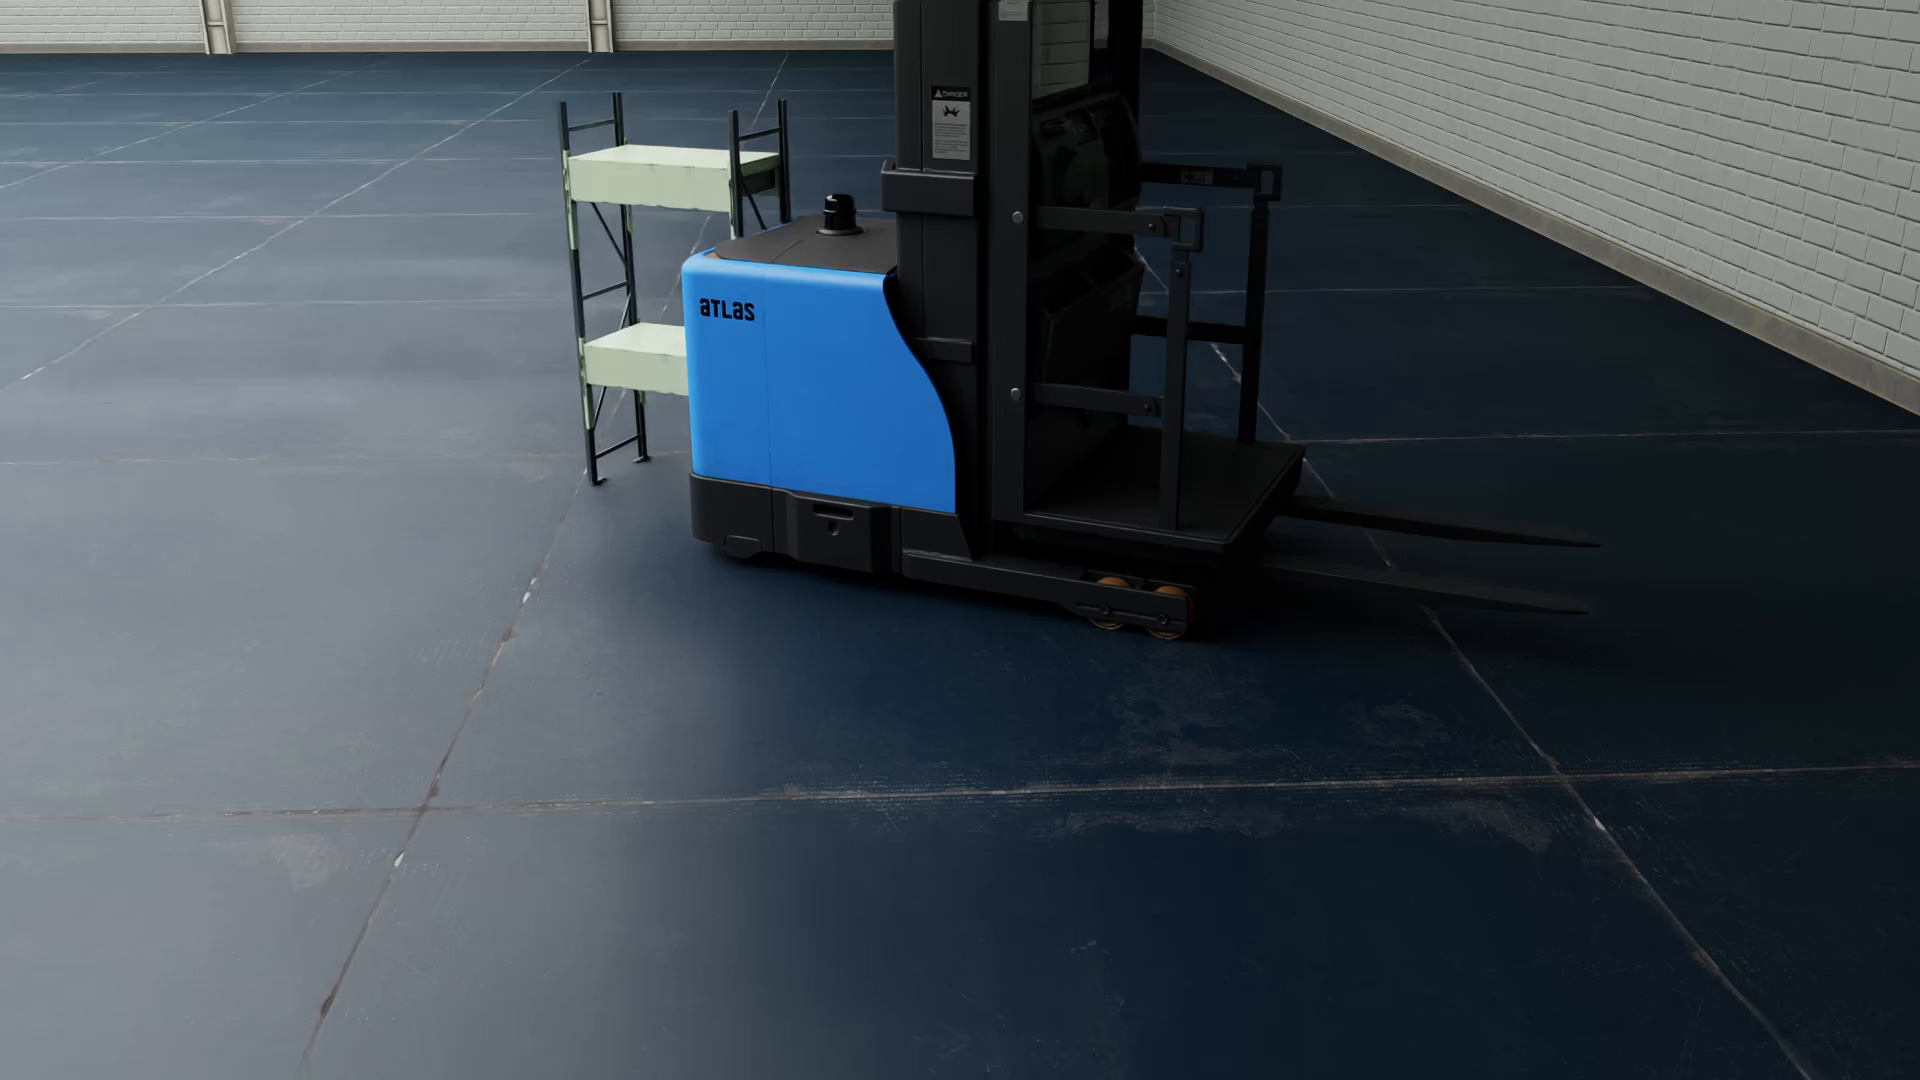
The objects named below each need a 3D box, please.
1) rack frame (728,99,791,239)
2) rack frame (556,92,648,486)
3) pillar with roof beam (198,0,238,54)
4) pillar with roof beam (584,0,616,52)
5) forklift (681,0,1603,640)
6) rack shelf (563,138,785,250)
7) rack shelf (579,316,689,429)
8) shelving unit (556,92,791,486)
[{"bbox_3d":[-0.737,-0.888,6.340,0.023,1.500,0.400,8,22,21],"label":"rack frame"},{"bbox_3d":[-1.412,-0.987,6.606,0.023,1.500,0.400,8,22,21],"label":"rack frame"},{"bbox_3d":[-11.515,-10.437,20.887,0.400,9.000,9.100,-1,21,-3],"label":"pillar with roof beam"},{"bbox_3d":[-5.524,-10.559,21.207,0.400,9.000,9.100,-1,21,-3],"label":"pillar with roof beam"},{"bbox_3d":[0.603,-1.268,5.332,3.031,2.935,1.130,9,23,22],"label":"forklift"},{"bbox_3d":[-1.075,-1.302,6.334,0.720,0.370,0.431,8,22,21],"label":"rack shelf"},{"bbox_3d":[-1.074,-0.633,6.589,0.720,0.370,0.431,8,22,21],"label":"rack shelf"},{"bbox_3d":[-1.074,-0.937,6.473,0.755,1.500,0.431,8,22,21],"label":"shelving unit"}]
